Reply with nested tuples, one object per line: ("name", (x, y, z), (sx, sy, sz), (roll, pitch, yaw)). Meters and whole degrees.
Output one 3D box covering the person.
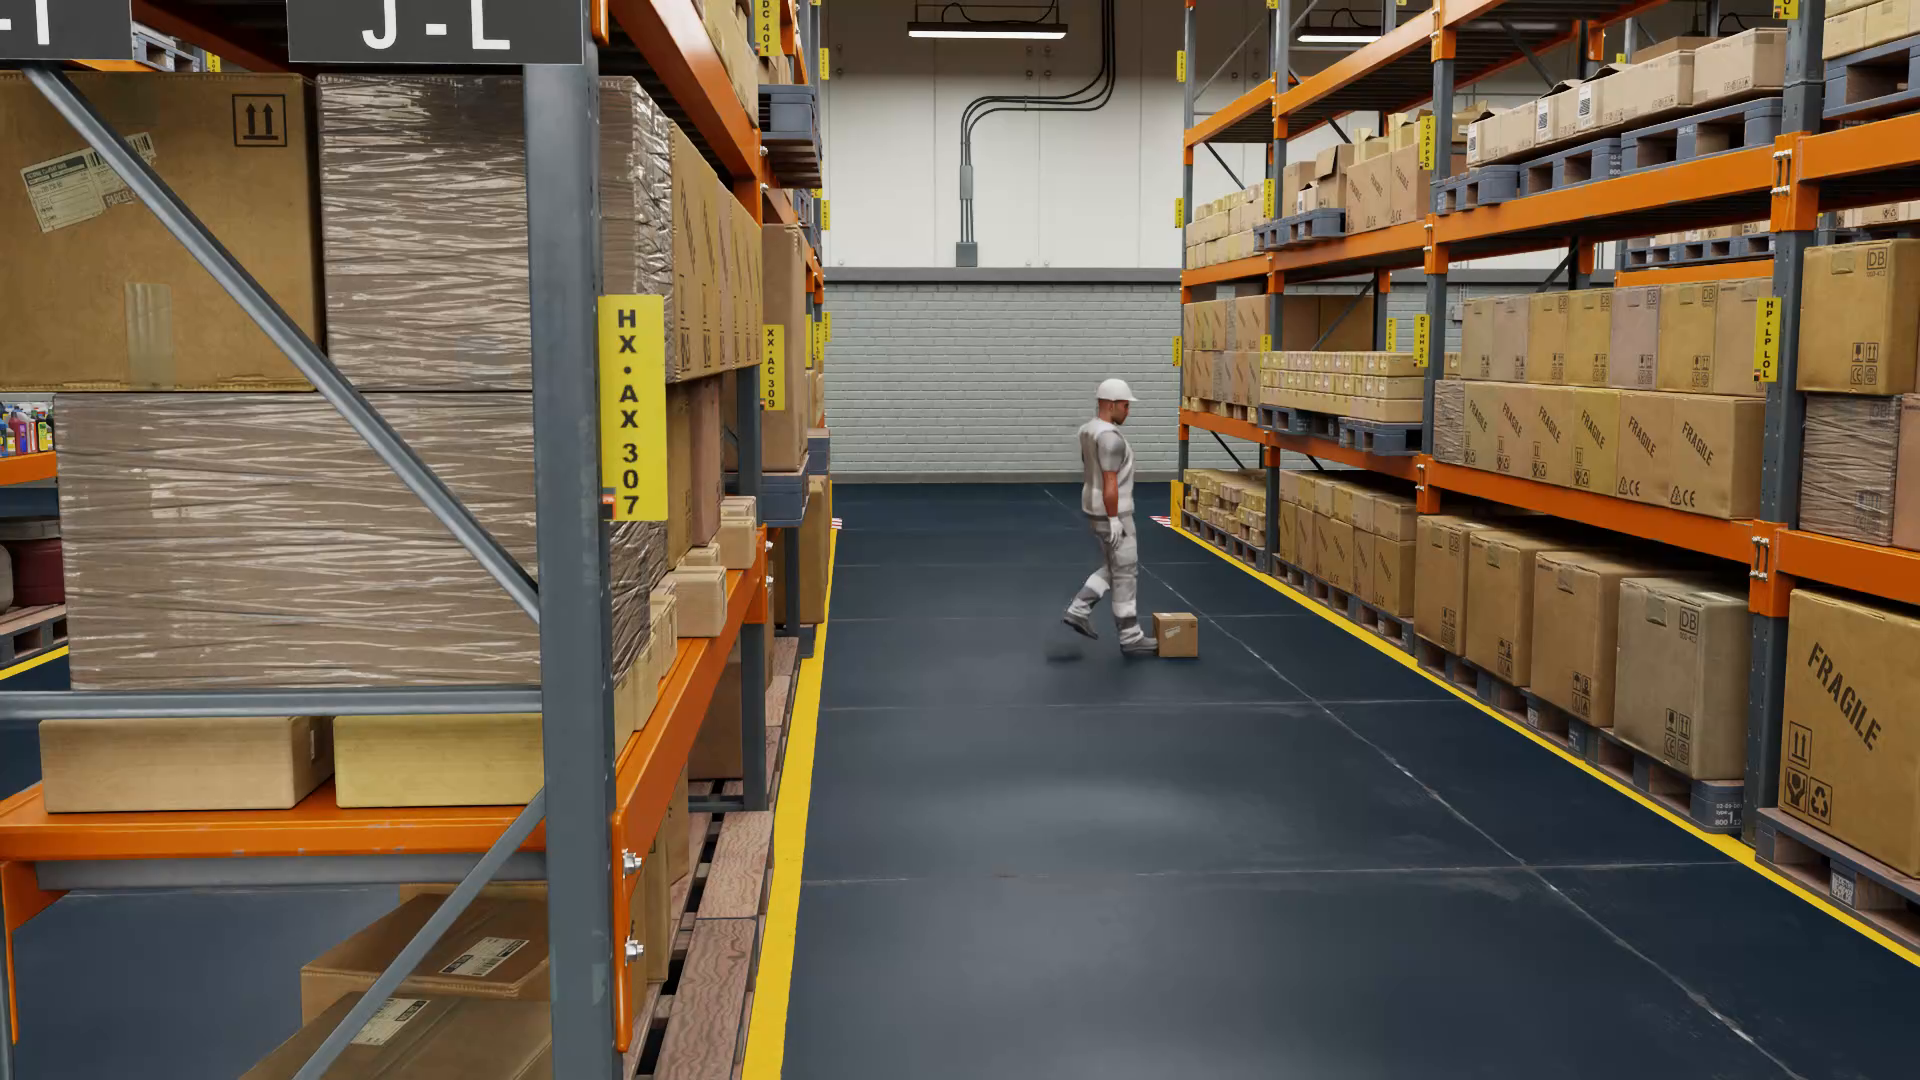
("person", (1.020, -0.153, 10.800), (0.646, 1.782, 0.584), (-2, 7, -14))
